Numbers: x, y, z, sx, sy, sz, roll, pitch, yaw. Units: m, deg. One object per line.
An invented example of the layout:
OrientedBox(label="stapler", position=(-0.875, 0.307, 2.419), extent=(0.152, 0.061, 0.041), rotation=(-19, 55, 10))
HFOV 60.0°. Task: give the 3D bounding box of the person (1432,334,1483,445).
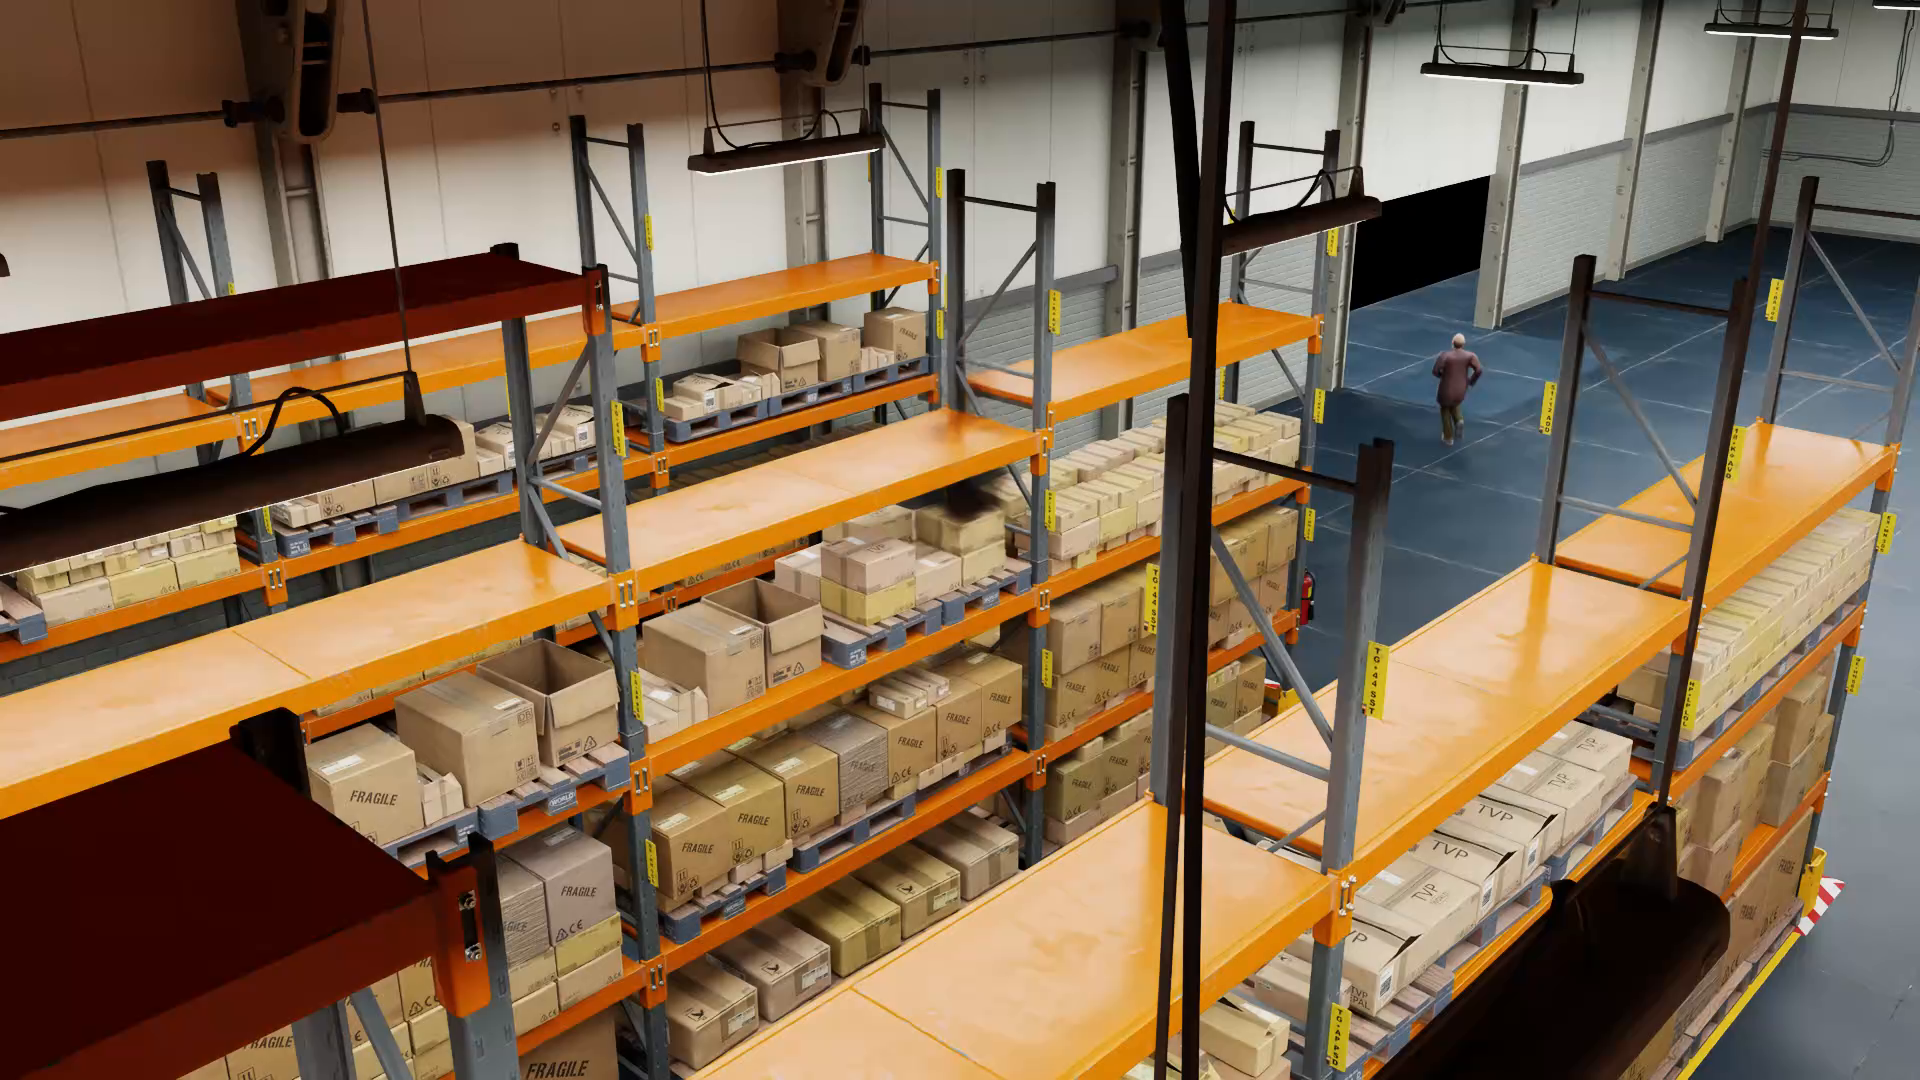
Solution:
OrientedBox(label="person", position=(7.618, -2.357, 25.706), extent=(0.714, 1.731, 0.624), rotation=(0, 21, 0))
